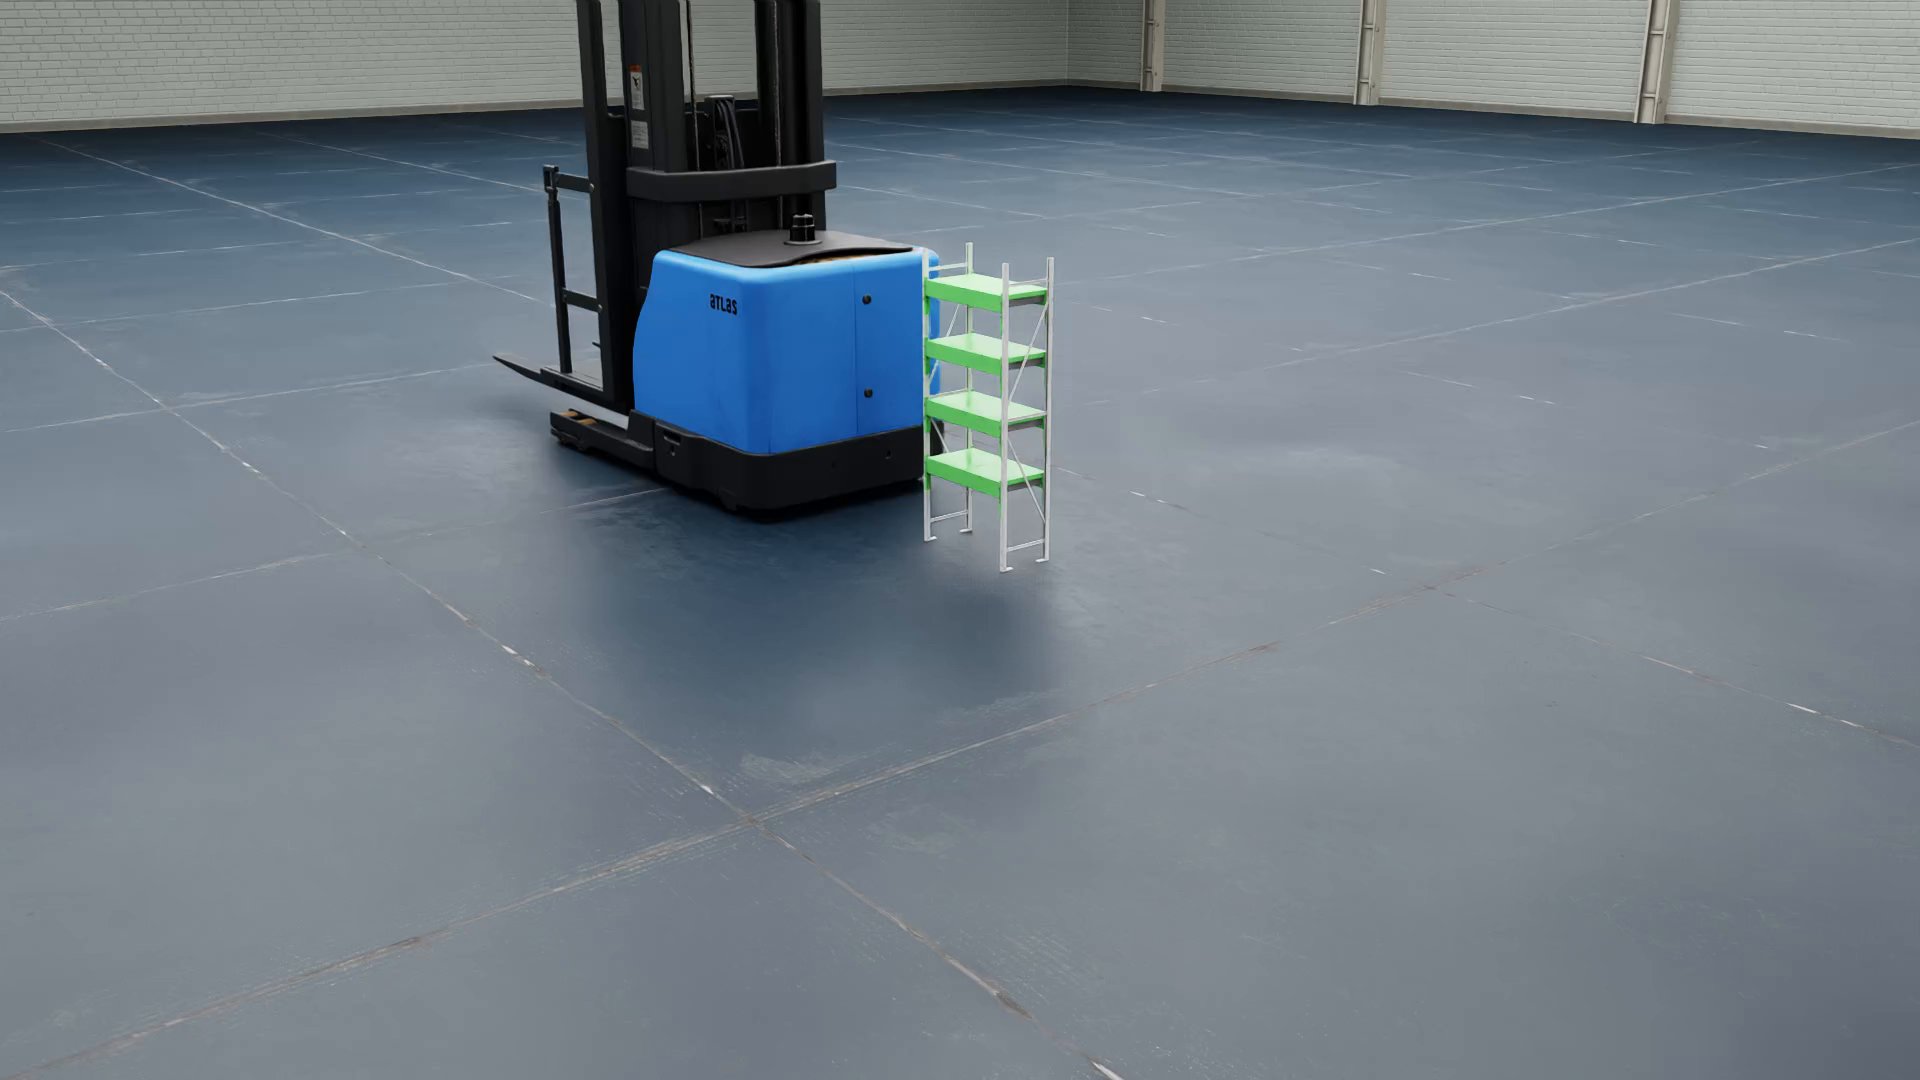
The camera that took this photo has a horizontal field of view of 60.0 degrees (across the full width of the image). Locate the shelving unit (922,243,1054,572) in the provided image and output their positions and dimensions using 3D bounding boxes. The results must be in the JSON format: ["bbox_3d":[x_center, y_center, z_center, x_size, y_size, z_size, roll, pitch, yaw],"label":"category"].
[{"bbox_3d":[0.103,-0.529,6.551,0.258,1.200,0.503,-14,23,-36],"label":"shelving unit"}]

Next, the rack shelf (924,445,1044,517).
[{"bbox_3d":[0.103,-0.240,6.646,0.258,0.148,0.480,-14,23,-36],"label":"rack shelf"}]

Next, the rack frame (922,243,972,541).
[{"bbox_3d":[-0.049,-0.589,6.732,0.240,1.200,0.015,-14,23,-36],"label":"rack frame"}]

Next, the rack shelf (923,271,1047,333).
[{"bbox_3d":[0.103,-0.924,6.420,0.258,0.148,0.480,-14,23,-36],"label":"rack shelf"}]

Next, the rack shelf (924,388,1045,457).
[{"bbox_3d":[0.103,-0.468,6.571,0.258,0.148,0.480,-14,23,-36],"label":"rack shelf"}]

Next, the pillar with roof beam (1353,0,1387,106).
[{"bbox_3d":[4.630,-12.013,28.826,9.100,9.000,0.400,-14,23,-36],"label":"pillar with roof beam"}]

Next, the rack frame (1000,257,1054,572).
[{"bbox_3d":[0.254,-0.469,6.369,0.240,1.200,0.015,-14,23,-36],"label":"rack frame"}]

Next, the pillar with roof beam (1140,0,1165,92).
[{"bbox_3d":[0.905,-13.491,33.290,9.100,9.000,0.400,-14,23,-36],"label":"pillar with roof beam"}]

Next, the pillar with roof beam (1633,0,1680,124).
[{"bbox_3d":[8.355,-10.534,24.361,9.100,9.000,0.400,-14,23,-36],"label":"pillar with roof beam"}]

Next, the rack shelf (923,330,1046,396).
[{"bbox_3d":[0.103,-0.696,6.495,0.258,0.148,0.480,-14,23,-36],"label":"rack shelf"}]

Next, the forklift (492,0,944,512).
[{"bbox_3d":[-1.392,-1.909,7.964,1.130,2.935,3.031,-14,23,-37],"label":"forklift"}]
